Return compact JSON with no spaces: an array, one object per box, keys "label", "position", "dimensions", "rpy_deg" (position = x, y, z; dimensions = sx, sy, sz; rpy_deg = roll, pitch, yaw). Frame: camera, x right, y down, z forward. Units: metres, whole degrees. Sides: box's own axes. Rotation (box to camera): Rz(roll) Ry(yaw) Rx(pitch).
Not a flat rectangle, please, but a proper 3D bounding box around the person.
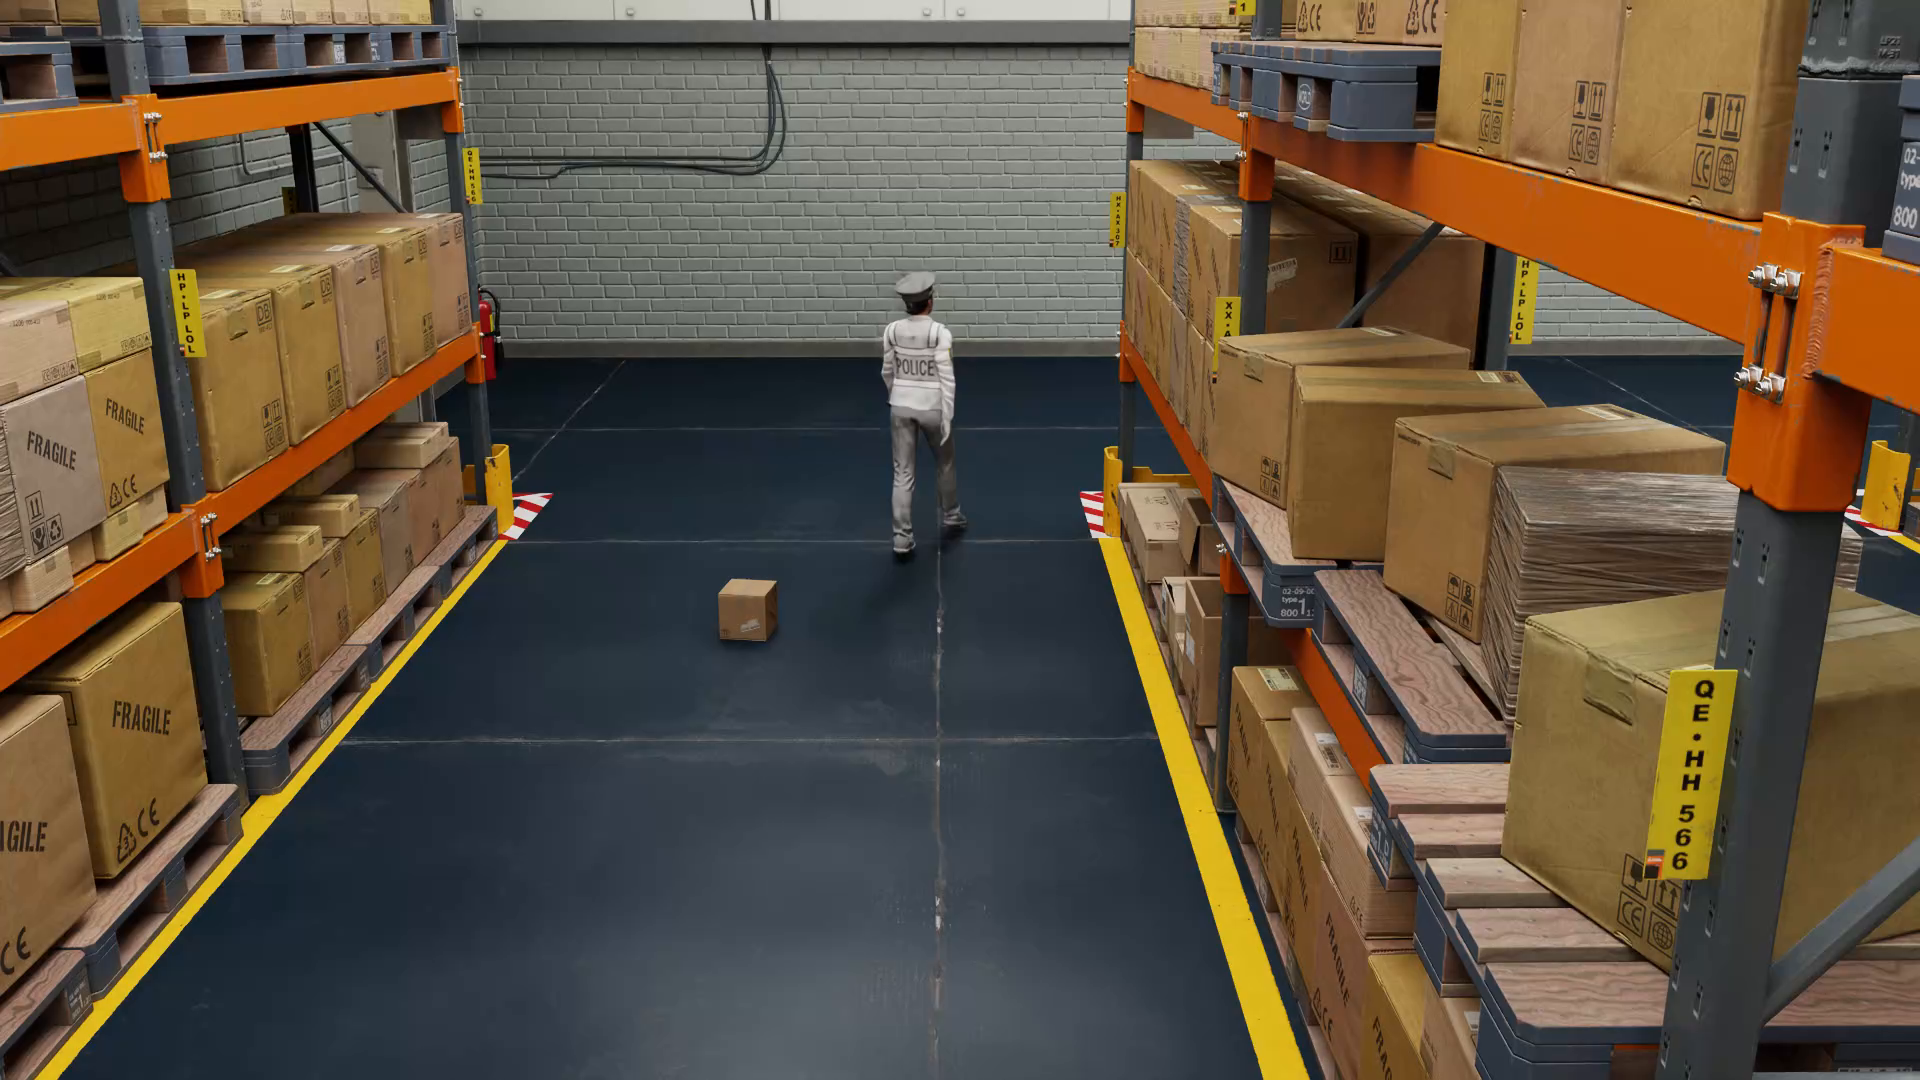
[{"label":"person","position":[-0.223,-0.799,10.036],"dimensions":[0.500,1.654,0.922],"rpy_deg":[5,18,14]}]
